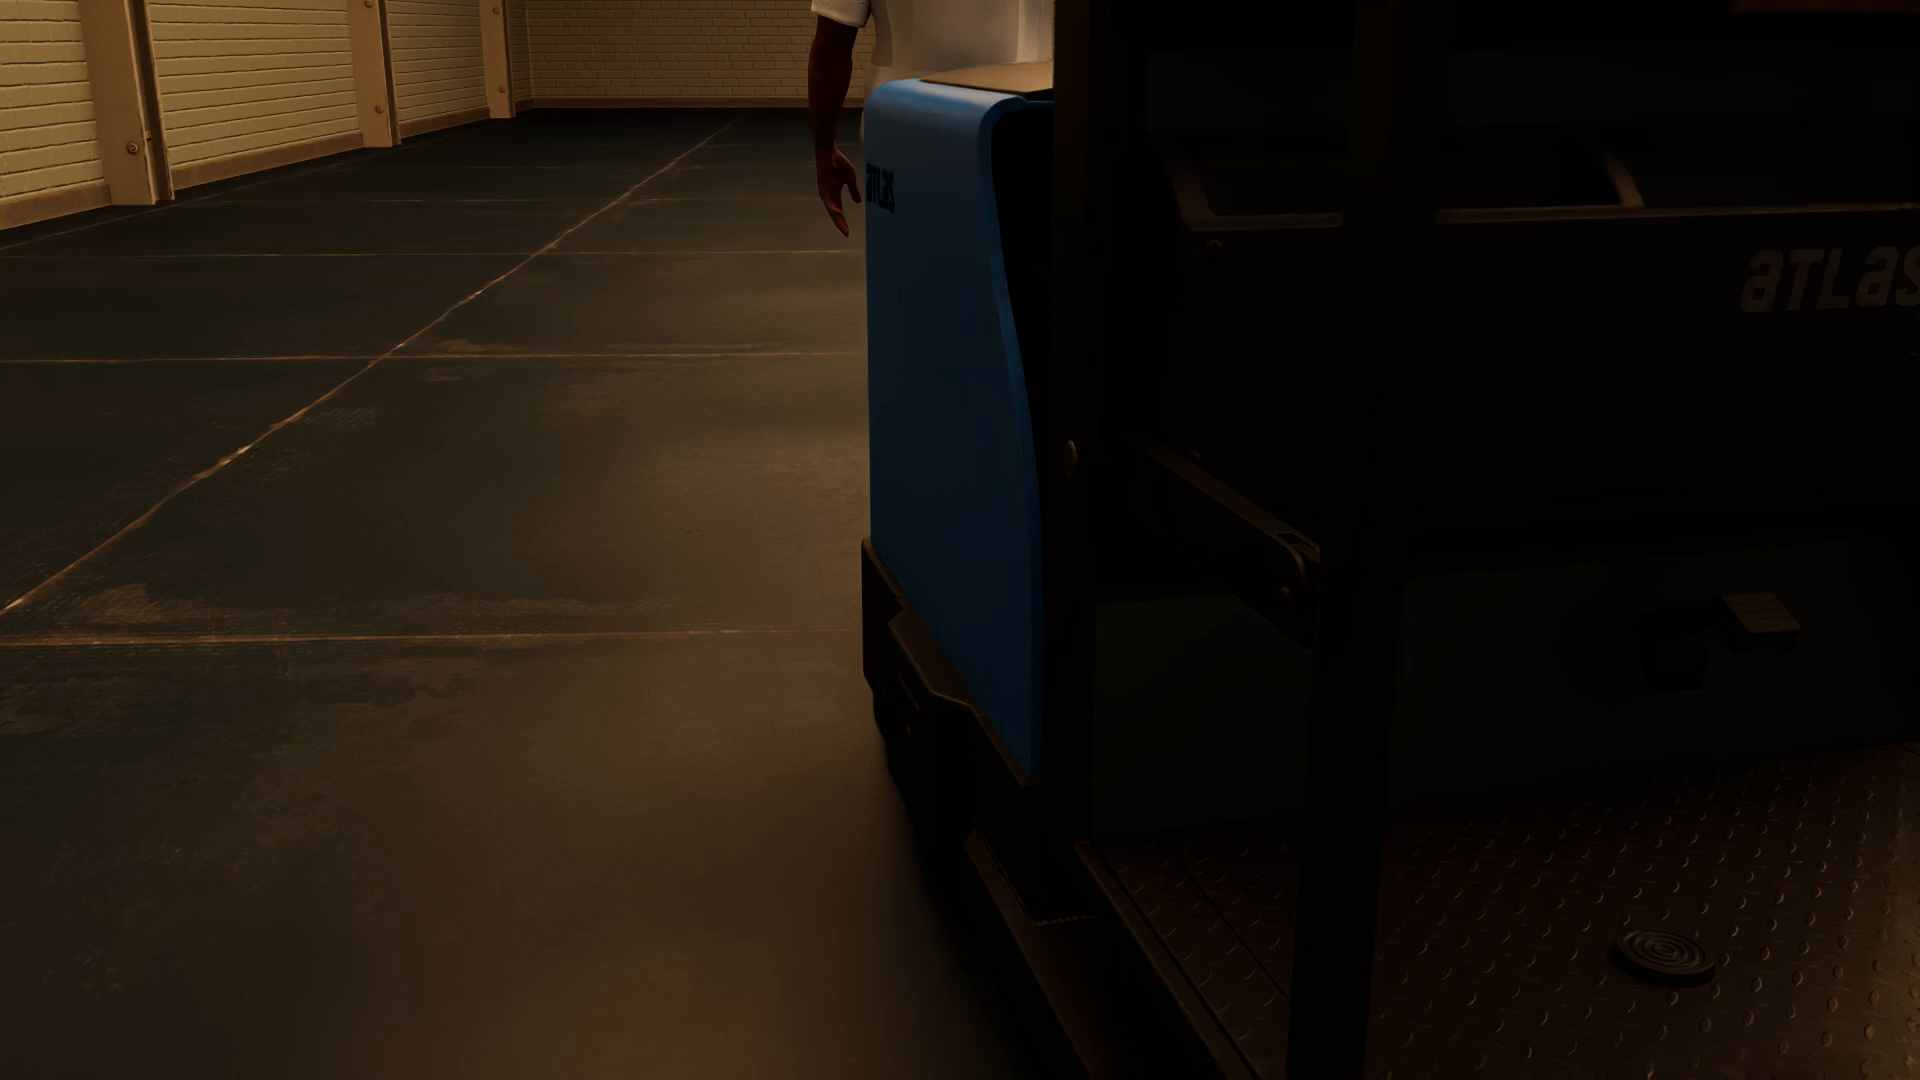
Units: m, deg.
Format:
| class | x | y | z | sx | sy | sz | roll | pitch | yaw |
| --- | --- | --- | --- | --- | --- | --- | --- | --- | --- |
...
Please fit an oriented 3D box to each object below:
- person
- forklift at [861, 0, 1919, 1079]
| class | x | y | z | sx | sy | sz | roll | pitch | yaw |
| --- | --- | --- | --- | --- | --- | --- | --- | --- | --- |
| person | 0.001 | -0.872 | 3.725 | 0.666 | 1.768 | 0.575 | -1 | 17 | -3 |
| forklift | 0.688 | -0.732 | 1.301 | 1.130 | 2.935 | 3.031 | -4 | 18 | -14 |
